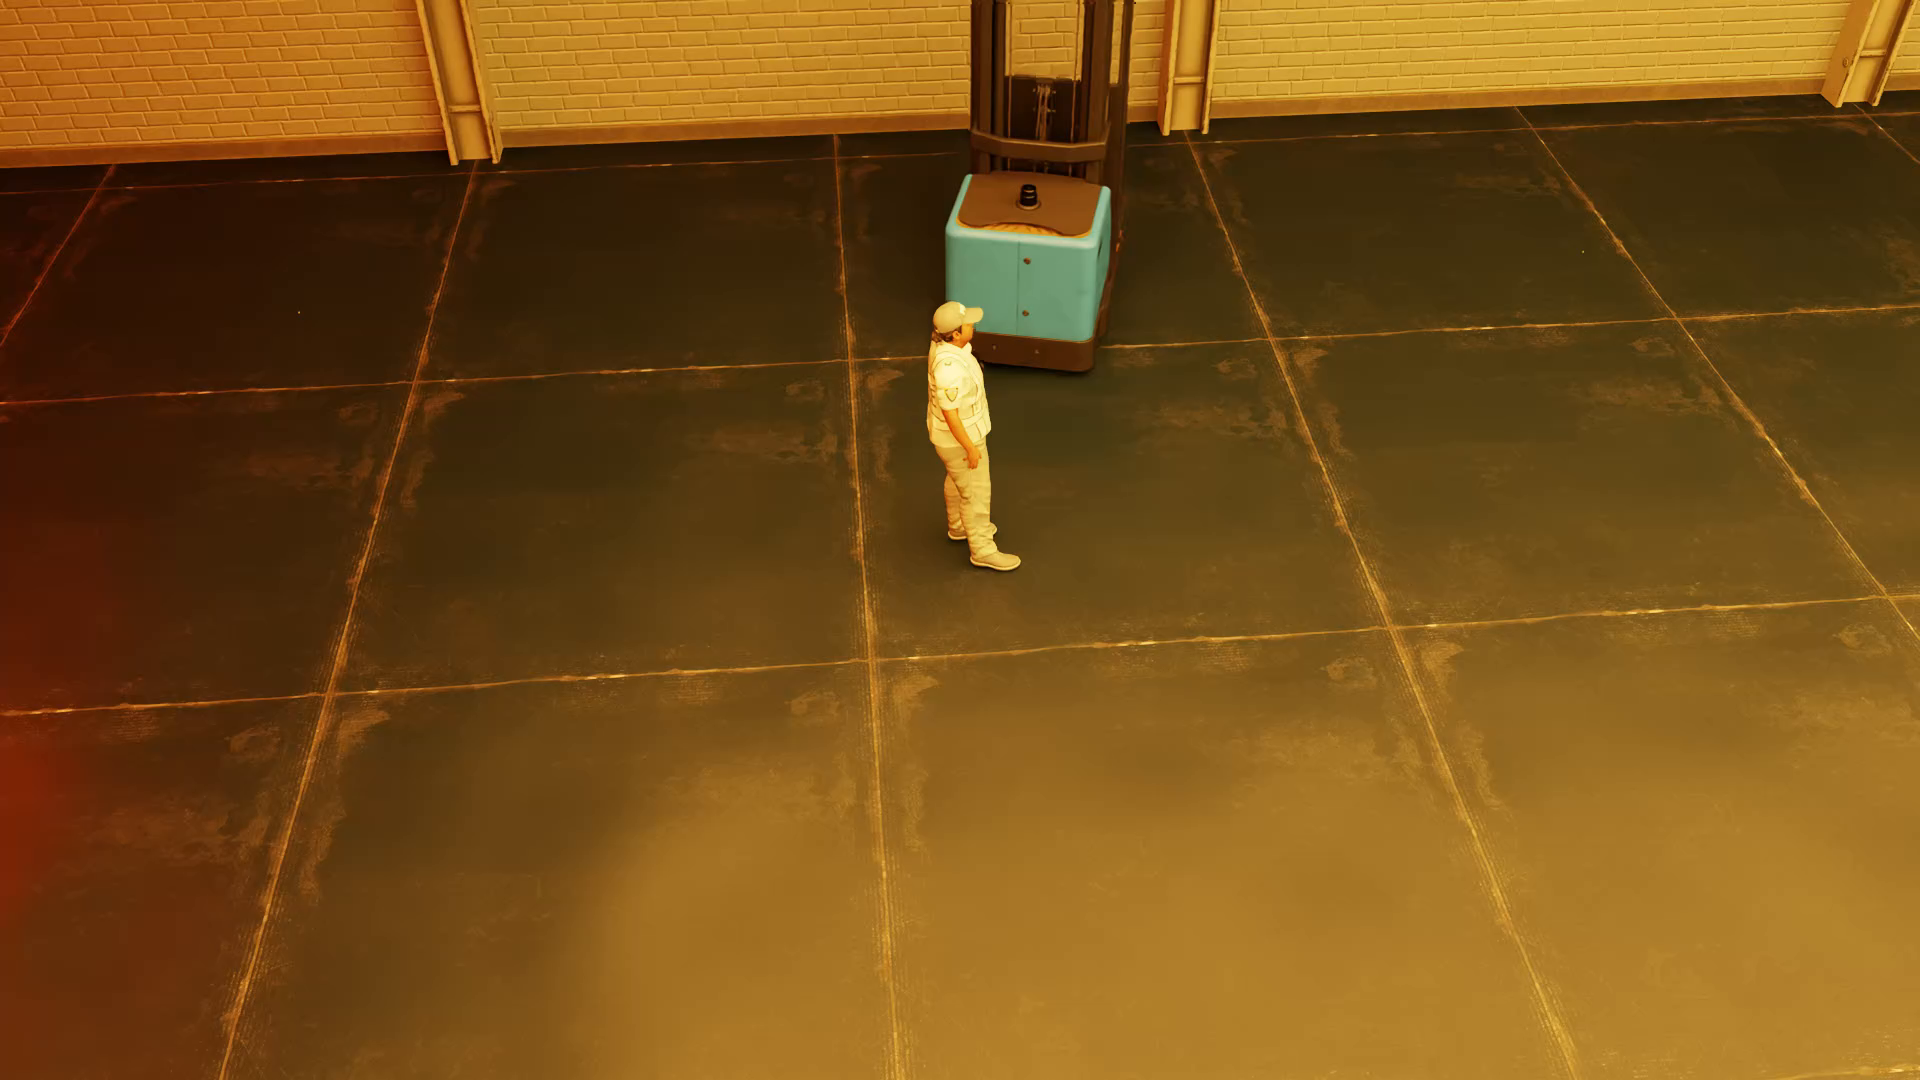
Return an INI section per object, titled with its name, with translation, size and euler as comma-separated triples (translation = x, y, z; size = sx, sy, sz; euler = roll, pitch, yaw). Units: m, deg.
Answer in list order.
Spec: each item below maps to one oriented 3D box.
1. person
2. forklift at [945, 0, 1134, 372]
[person]
translation = 0.078, -0.629, 9.634
size = 0.529, 1.670, 0.599
euler = -3, 41, -4
[forklift]
translation = 0.661, -3.234, 11.719
size = 1.130, 2.935, 3.031
euler = 7, 41, 8
